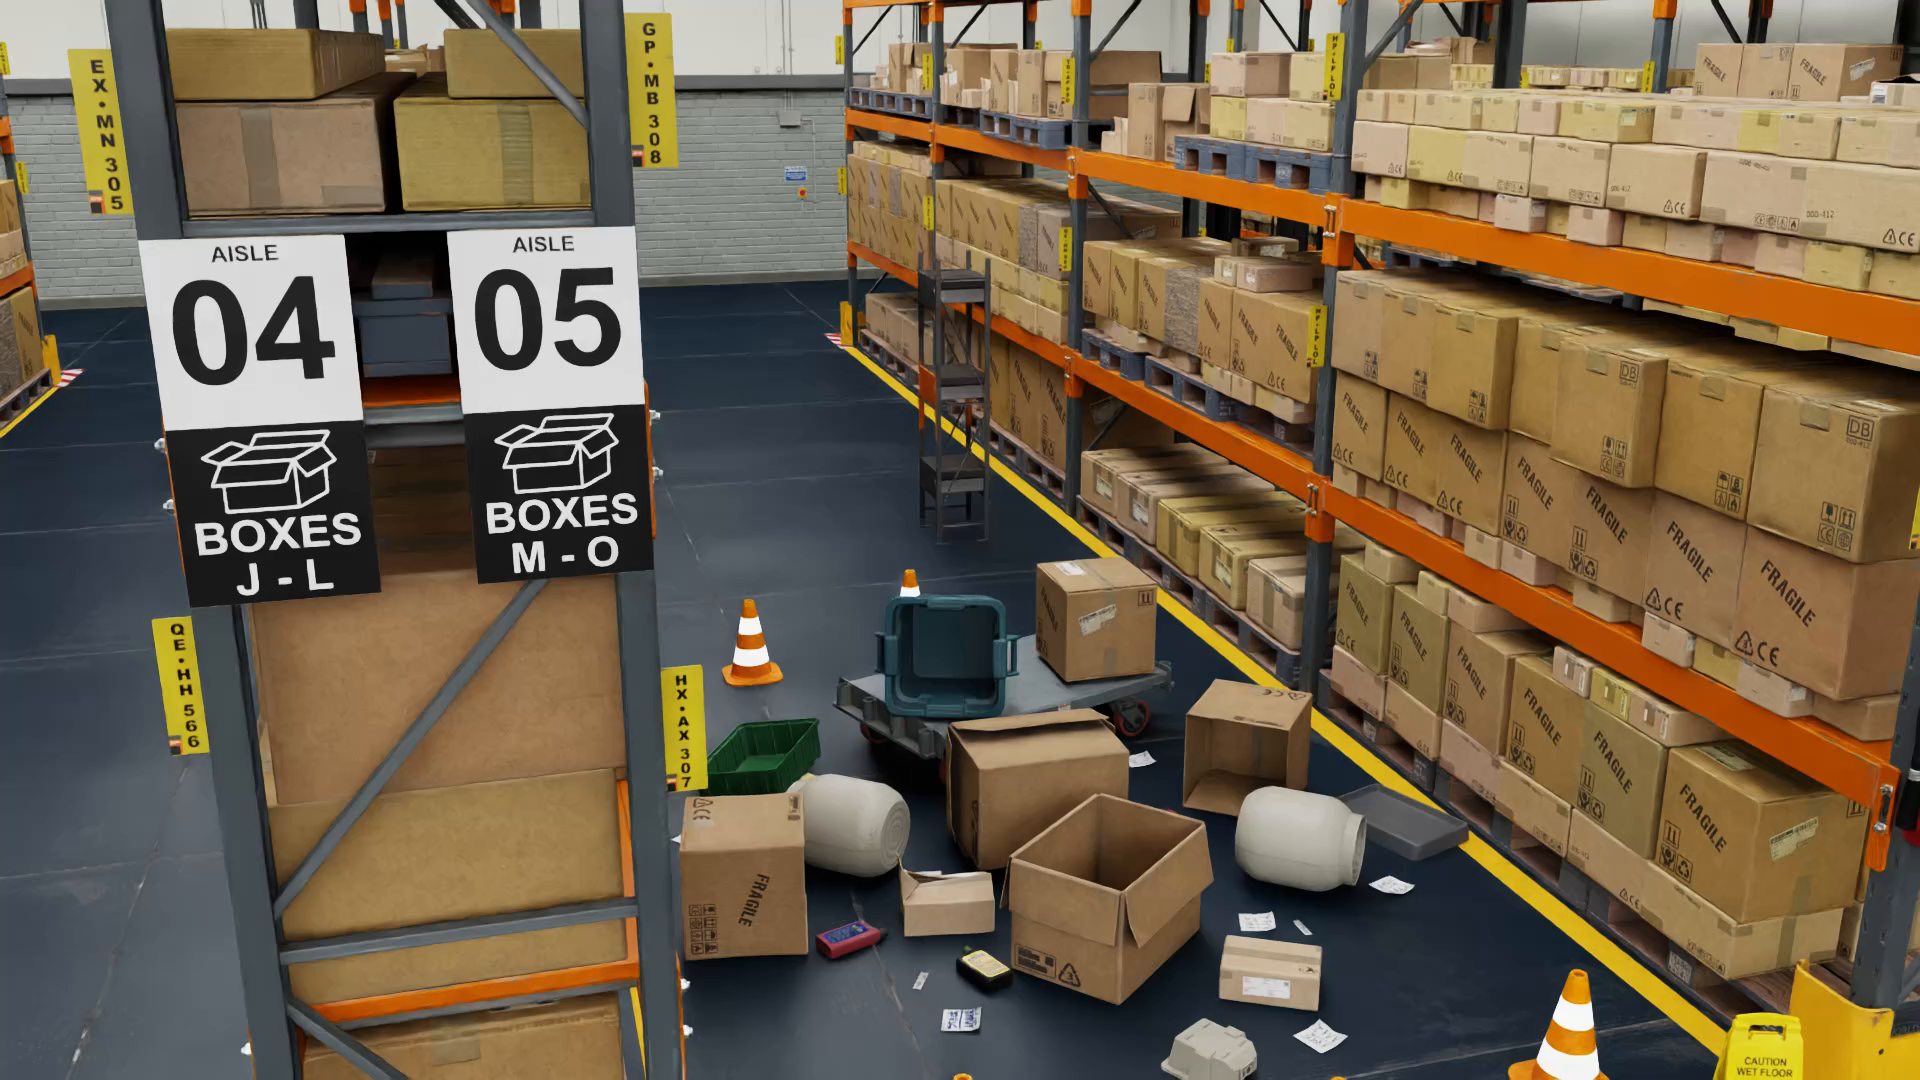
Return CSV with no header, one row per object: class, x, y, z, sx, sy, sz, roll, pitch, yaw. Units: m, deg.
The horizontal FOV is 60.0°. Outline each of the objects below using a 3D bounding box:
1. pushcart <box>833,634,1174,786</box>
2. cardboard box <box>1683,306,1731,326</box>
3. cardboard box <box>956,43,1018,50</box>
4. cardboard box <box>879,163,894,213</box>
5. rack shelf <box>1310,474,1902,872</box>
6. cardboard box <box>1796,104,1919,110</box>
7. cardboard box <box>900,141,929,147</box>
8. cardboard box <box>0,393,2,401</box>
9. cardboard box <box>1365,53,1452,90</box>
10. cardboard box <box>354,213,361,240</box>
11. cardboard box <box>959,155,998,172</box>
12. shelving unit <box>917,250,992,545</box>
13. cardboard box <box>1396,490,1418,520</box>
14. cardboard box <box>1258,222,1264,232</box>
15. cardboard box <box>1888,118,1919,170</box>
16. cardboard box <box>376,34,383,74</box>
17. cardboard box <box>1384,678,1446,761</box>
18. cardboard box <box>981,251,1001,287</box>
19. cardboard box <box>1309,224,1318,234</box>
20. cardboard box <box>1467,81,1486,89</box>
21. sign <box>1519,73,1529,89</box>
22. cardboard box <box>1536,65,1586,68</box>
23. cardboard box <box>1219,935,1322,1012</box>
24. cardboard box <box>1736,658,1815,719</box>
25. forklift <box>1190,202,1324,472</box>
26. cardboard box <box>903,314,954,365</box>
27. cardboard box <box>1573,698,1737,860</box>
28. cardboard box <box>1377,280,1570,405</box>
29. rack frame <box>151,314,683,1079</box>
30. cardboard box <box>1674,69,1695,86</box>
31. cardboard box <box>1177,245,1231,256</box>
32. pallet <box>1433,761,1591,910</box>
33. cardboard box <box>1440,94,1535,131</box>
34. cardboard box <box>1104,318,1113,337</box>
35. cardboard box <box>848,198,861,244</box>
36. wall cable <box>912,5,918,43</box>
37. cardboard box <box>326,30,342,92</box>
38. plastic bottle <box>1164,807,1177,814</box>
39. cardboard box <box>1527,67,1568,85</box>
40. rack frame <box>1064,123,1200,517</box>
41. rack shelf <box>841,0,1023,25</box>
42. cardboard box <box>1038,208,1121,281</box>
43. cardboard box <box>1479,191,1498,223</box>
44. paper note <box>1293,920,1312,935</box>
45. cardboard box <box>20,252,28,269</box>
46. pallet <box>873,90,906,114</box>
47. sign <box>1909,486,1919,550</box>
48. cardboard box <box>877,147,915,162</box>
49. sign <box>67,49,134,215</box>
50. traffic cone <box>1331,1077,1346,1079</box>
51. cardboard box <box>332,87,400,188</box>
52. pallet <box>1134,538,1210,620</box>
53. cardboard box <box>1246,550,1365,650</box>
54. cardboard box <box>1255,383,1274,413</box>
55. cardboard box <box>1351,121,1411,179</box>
pushcart,0.246,0.881,8.865,1.648,0.377,0.936,-12,20,-34
cardboard box,6.117,-1.716,13.211,0.500,0.250,0.500,-5,17,-16
cardboard box,0.266,-4.695,16.576,0.500,0.500,0.500,-4,17,-14
cardboard box,-0.579,-3.838,18.103,0.500,0.500,0.500,-5,17,-15
rack shelf,2.974,0.328,7.395,1.077,0.370,4.000,-5,17,-15
cardboard box,3.371,-1.554,6.249,0.380,0.149,0.250,-5,17,-16
cardboard box,-0.489,-4.574,19.427,0.380,0.149,0.250,-4,17,-14
cardboard box,-9.654,-1.620,15.595,0.875,0.875,0.875,-5,17,-15
cardboard box,2.503,-2.705,9.691,0.500,0.250,0.500,-5,17,-16
cardboard box,-1.834,-0.885,4.502,0.380,0.149,0.250,-5,17,-15
cardboard box,0.192,-3.864,17.064,0.380,0.149,0.250,-5,17,-16
shelving unit,-0.045,-1.051,12.302,0.431,2.100,0.503,-5,17,-15
cardboard box,2.425,-0.200,8.339,0.380,0.149,0.250,-5,17,-16
cardboard box,3.945,-3.913,20.700,0.380,0.149,0.250,-5,17,-16
cardboard box,3.147,-1.231,5.174,0.380,0.149,0.250,-5,17,-15
cardboard box,-2.462,-1.899,6.493,0.380,0.149,0.250,-5,17,-16
cardboard box,2.485,0.878,8.366,0.500,0.250,0.500,-4,17,-12
cardboard box,0.500,-2.382,14.561,0.500,0.250,0.500,-5,17,-17
cardboard box,4.347,-3.644,19.114,0.500,0.250,0.500,-5,17,-16
cardboard box,5.042,-4.274,15.784,0.380,0.149,0.250,-4,17,-14
sign,2.944,-2.299,8.777,0.100,0.325,0.005,-5,17,-15
cardboard box,5.641,-4.385,15.639,0.380,0.149,0.250,-4,17,-14
cardboard box,1.222,1.700,6.535,0.380,0.149,0.250,4,17,13
cardboard box,3.039,0.510,5.978,0.380,0.149,0.250,-5,17,-16
forklift,2.947,-2.305,15.030,1.130,2.935,3.031,15,22,41
cardboard box,-0.090,-2.186,18.239,0.875,0.438,0.875,-5,17,-17
cardboard box,2.906,0.949,6.826,0.500,0.500,0.500,-4,17,-13
cardboard box,2.456,-0.957,7.994,0.700,0.500,0.500,-5,17,-15
rack frame,-1.208,0.956,4.054,1.000,3.000,0.127,-5,17,-15
cardboard box,6.262,-3.891,14.028,0.380,0.149,0.250,-5,18,-17
cardboard box,1.870,-1.821,11.881,0.500,0.500,0.500,-5,17,-16
pallet,2.982,1.287,7.800,1.003,0.211,1.213,-5,17,-15
cardboard box,2.407,-1.936,7.521,0.380,0.149,0.250,-5,17,-16
cardboard box,1.281,-1.571,12.175,0.380,0.149,0.250,-6,18,-19
cardboard box,-1.017,-3.781,19.652,0.500,0.500,0.500,-5,17,-16
wall cable,0.706,-8.599,25.373,2.988,3.039,0.133,-5,17,-15
cardboard box,-1.764,-1.197,4.156,0.380,0.149,0.250,-4,17,-14
plastic bottle,0.976,1.343,7.874,0.133,0.061,0.283,-2,17,-6
cardboard box,5.361,-4.198,15.050,0.380,0.149,0.250,-5,17,-15
rack frame,1.325,-1.676,12.817,1.000,3.000,0.127,-5,17,-15
rack shelf,-0.323,-5.673,17.640,1.077,0.370,4.000,-5,17,-15
cardboard box,0.932,-2.325,13.066,0.500,0.500,0.500,-5,17,-17
cardboard box,2.560,-1.496,7.441,0.380,0.149,0.250,-5,18,-17
paper note,1.441,1.631,7.003,0.032,0.001,0.123,-5,17,-15
cardboard box,-9.987,-2.912,17.370,0.380,0.149,0.250,-4,17,-14
pallet,-0.320,-4.740,17.959,1.003,0.211,1.213,-5,17,-15
sign,2.985,-0.130,5.110,0.100,0.325,0.005,-5,17,-15
cardboard box,-0.699,-4.246,18.334,0.380,0.149,0.250,-5,17,-15
sign,-1.733,-0.827,3.377,0.100,0.325,0.005,-5,17,-15
traffic cone,1.192,1.917,5.266,0.336,0.463,0.334,-5,17,-15
cardboard box,-1.748,-1.052,4.365,0.500,0.250,0.500,-5,17,-15
pallet,1.870,0.213,11.377,1.003,0.211,1.213,-5,17,-15
cardboard box,2.278,0.343,9.933,0.950,0.372,0.625,-4,17,-15
cardboard box,1.962,-0.845,9.758,0.380,0.149,0.250,-5,17,-17
cardboard box,2.282,-1.933,8.203,0.500,0.250,0.500,-5,17,-16
